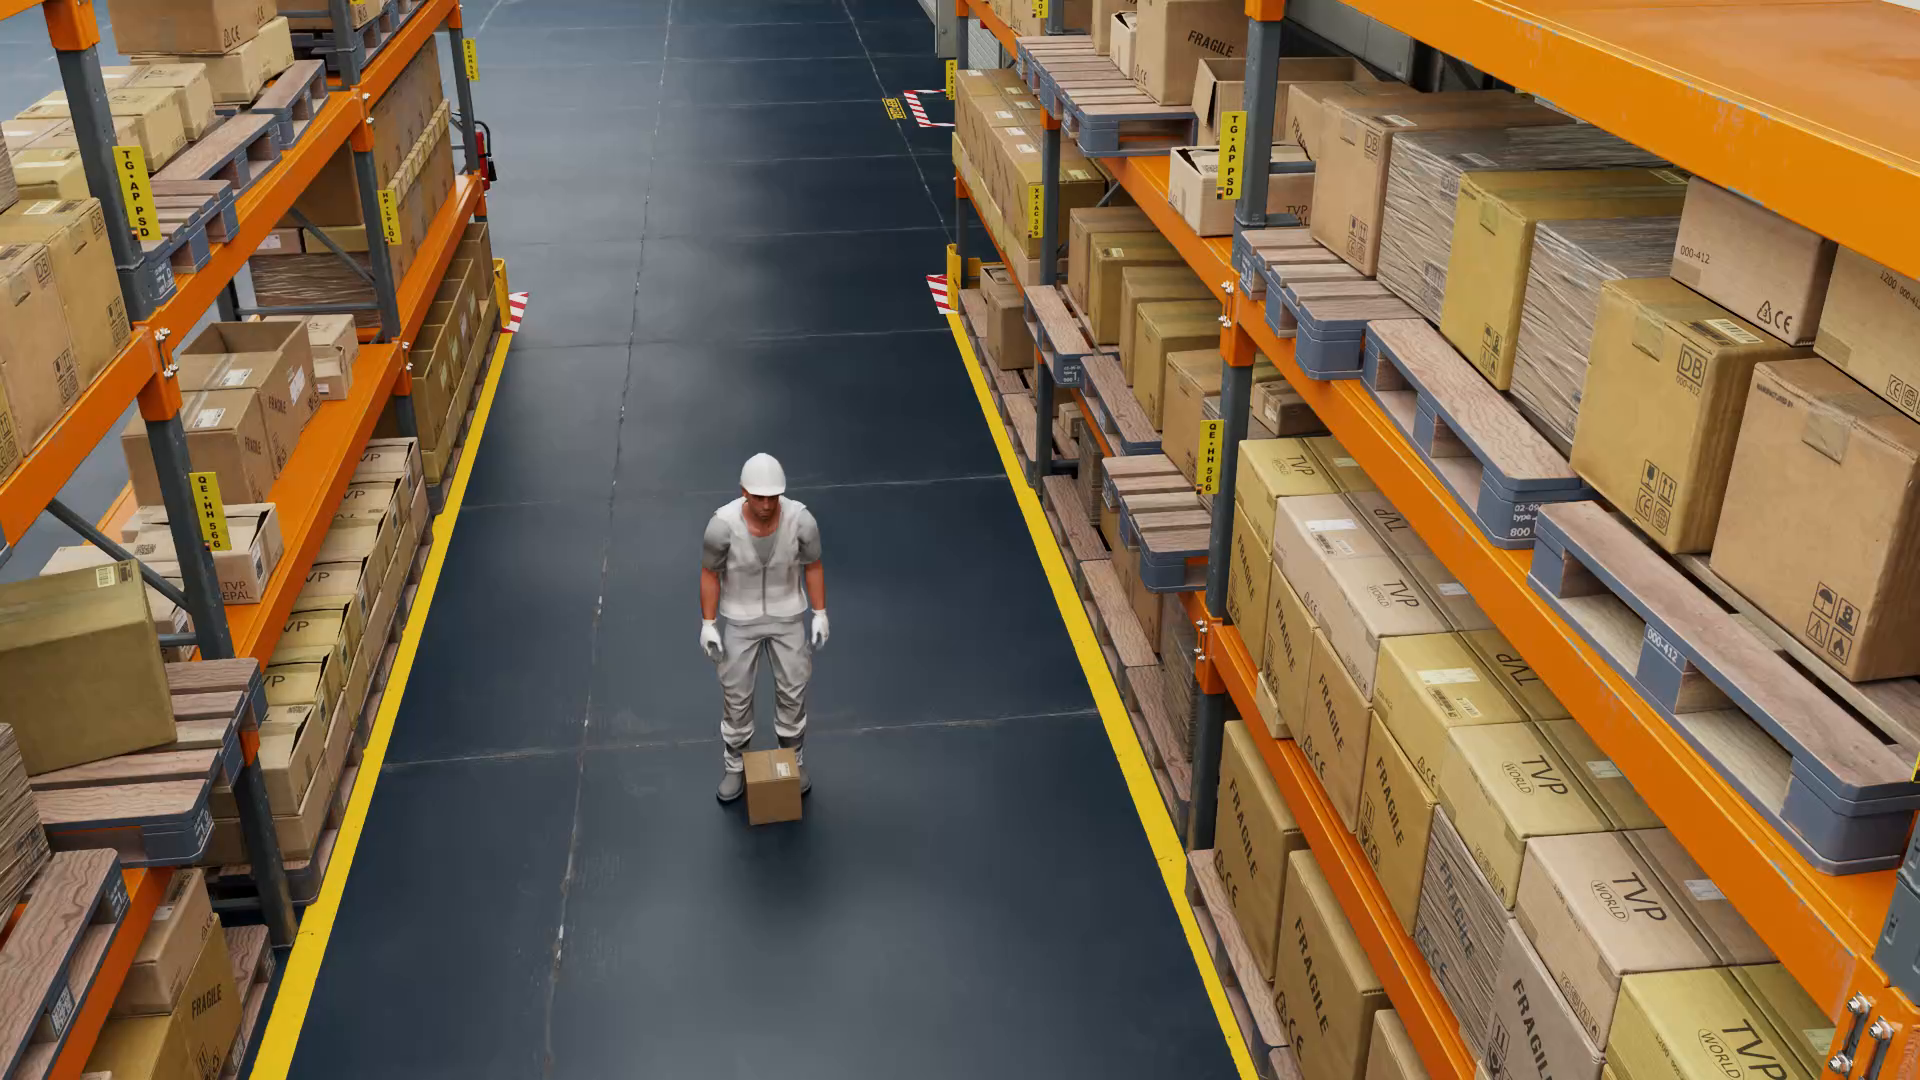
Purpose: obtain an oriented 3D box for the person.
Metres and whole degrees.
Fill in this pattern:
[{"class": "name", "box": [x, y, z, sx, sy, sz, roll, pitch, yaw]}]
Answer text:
[{"class": "person", "box": [-0.916, 0.396, 7.820, 0.618, 1.779, 0.452, -5, 27, -10]}]
